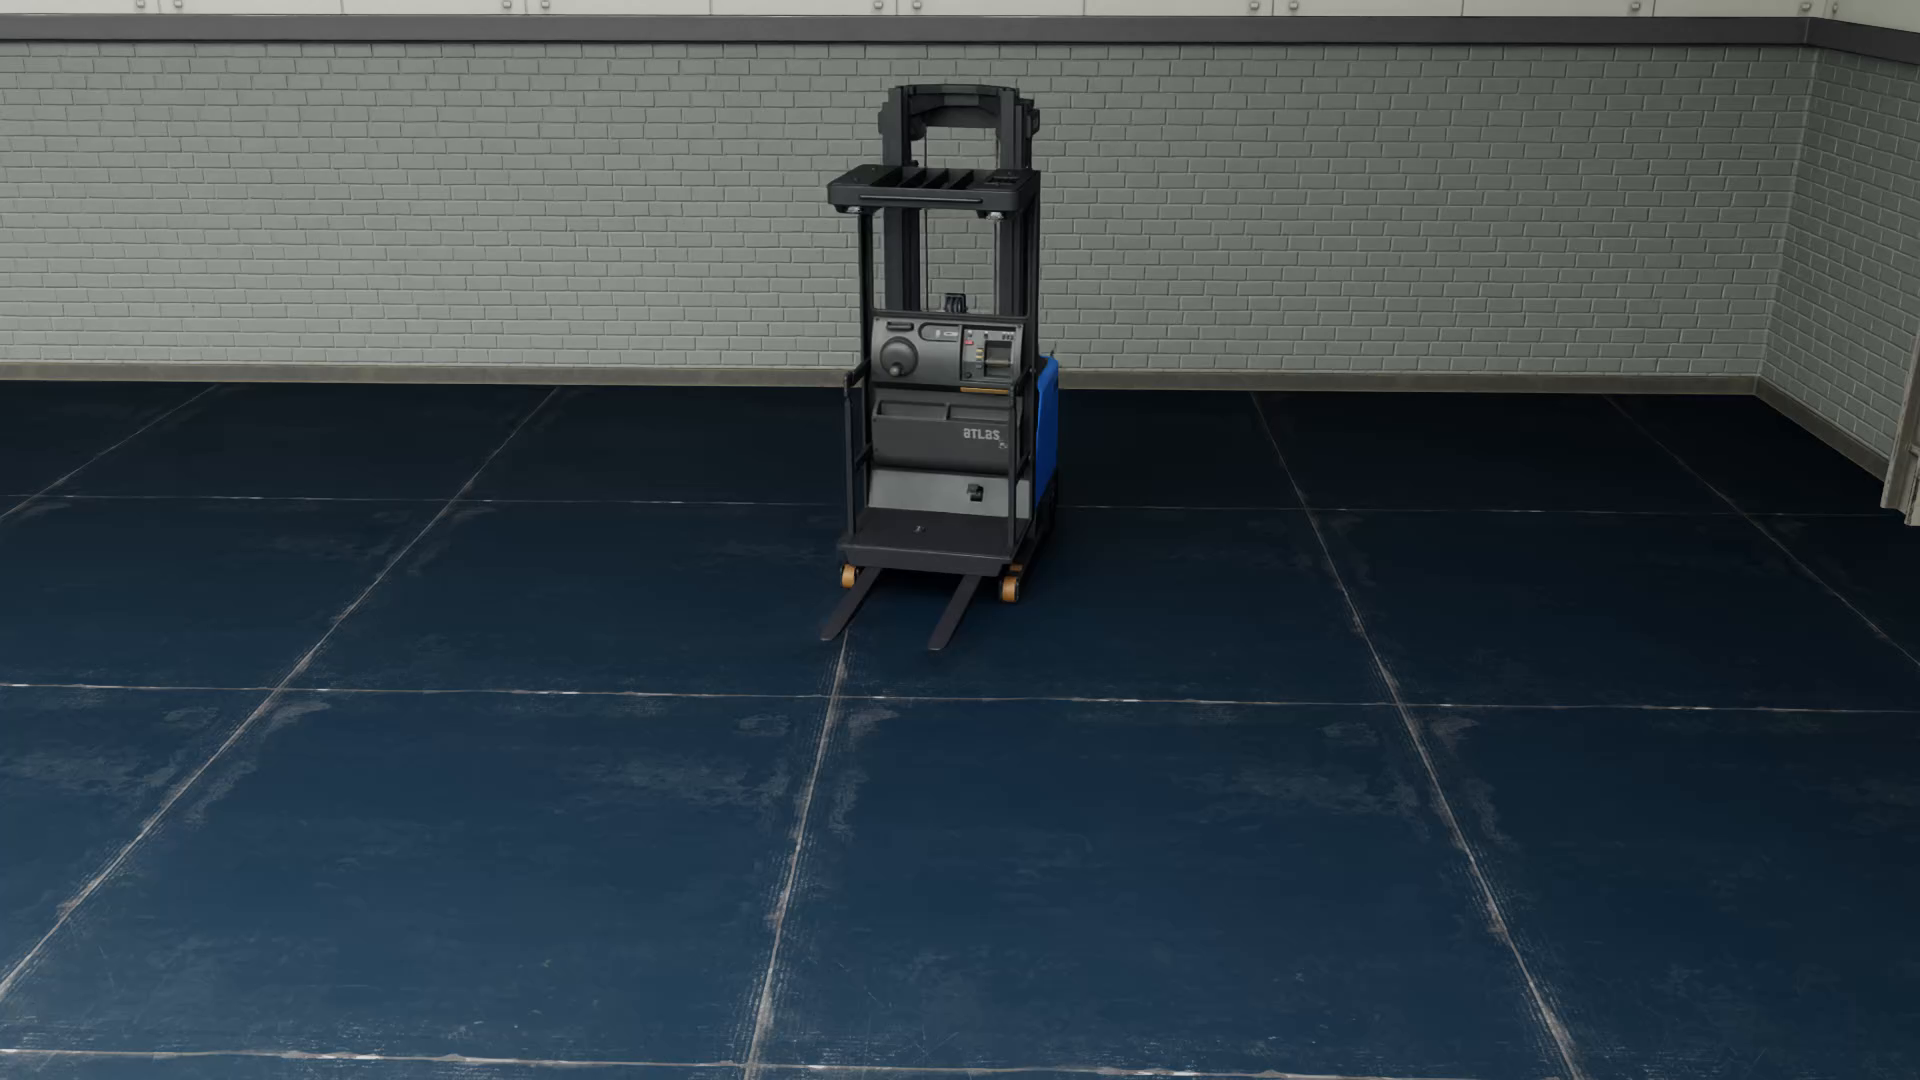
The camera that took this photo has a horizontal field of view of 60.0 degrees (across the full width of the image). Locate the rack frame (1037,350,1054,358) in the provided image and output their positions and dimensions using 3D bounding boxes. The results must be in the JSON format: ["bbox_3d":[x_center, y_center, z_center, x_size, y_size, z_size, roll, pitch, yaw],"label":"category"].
[{"bbox_3d":[0.591,-0.856,11.784,0.008,1.050,0.200,-13,25,-30],"label":"rack frame"}]

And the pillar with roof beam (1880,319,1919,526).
[{"bbox_3d":[2.288,-4.412,9.960,9.100,9.000,0.400,1,21,2],"label":"pillar with roof beam"}]

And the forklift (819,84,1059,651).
[{"bbox_3d":[-0.122,-1.131,9.892,1.130,2.935,3.031,4,22,11],"label":"forklift"}]

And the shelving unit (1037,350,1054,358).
[{"bbox_3d":[0.488,-0.833,11.723,0.252,1.050,0.215,-13,25,-30],"label":"shelving unit"}]
